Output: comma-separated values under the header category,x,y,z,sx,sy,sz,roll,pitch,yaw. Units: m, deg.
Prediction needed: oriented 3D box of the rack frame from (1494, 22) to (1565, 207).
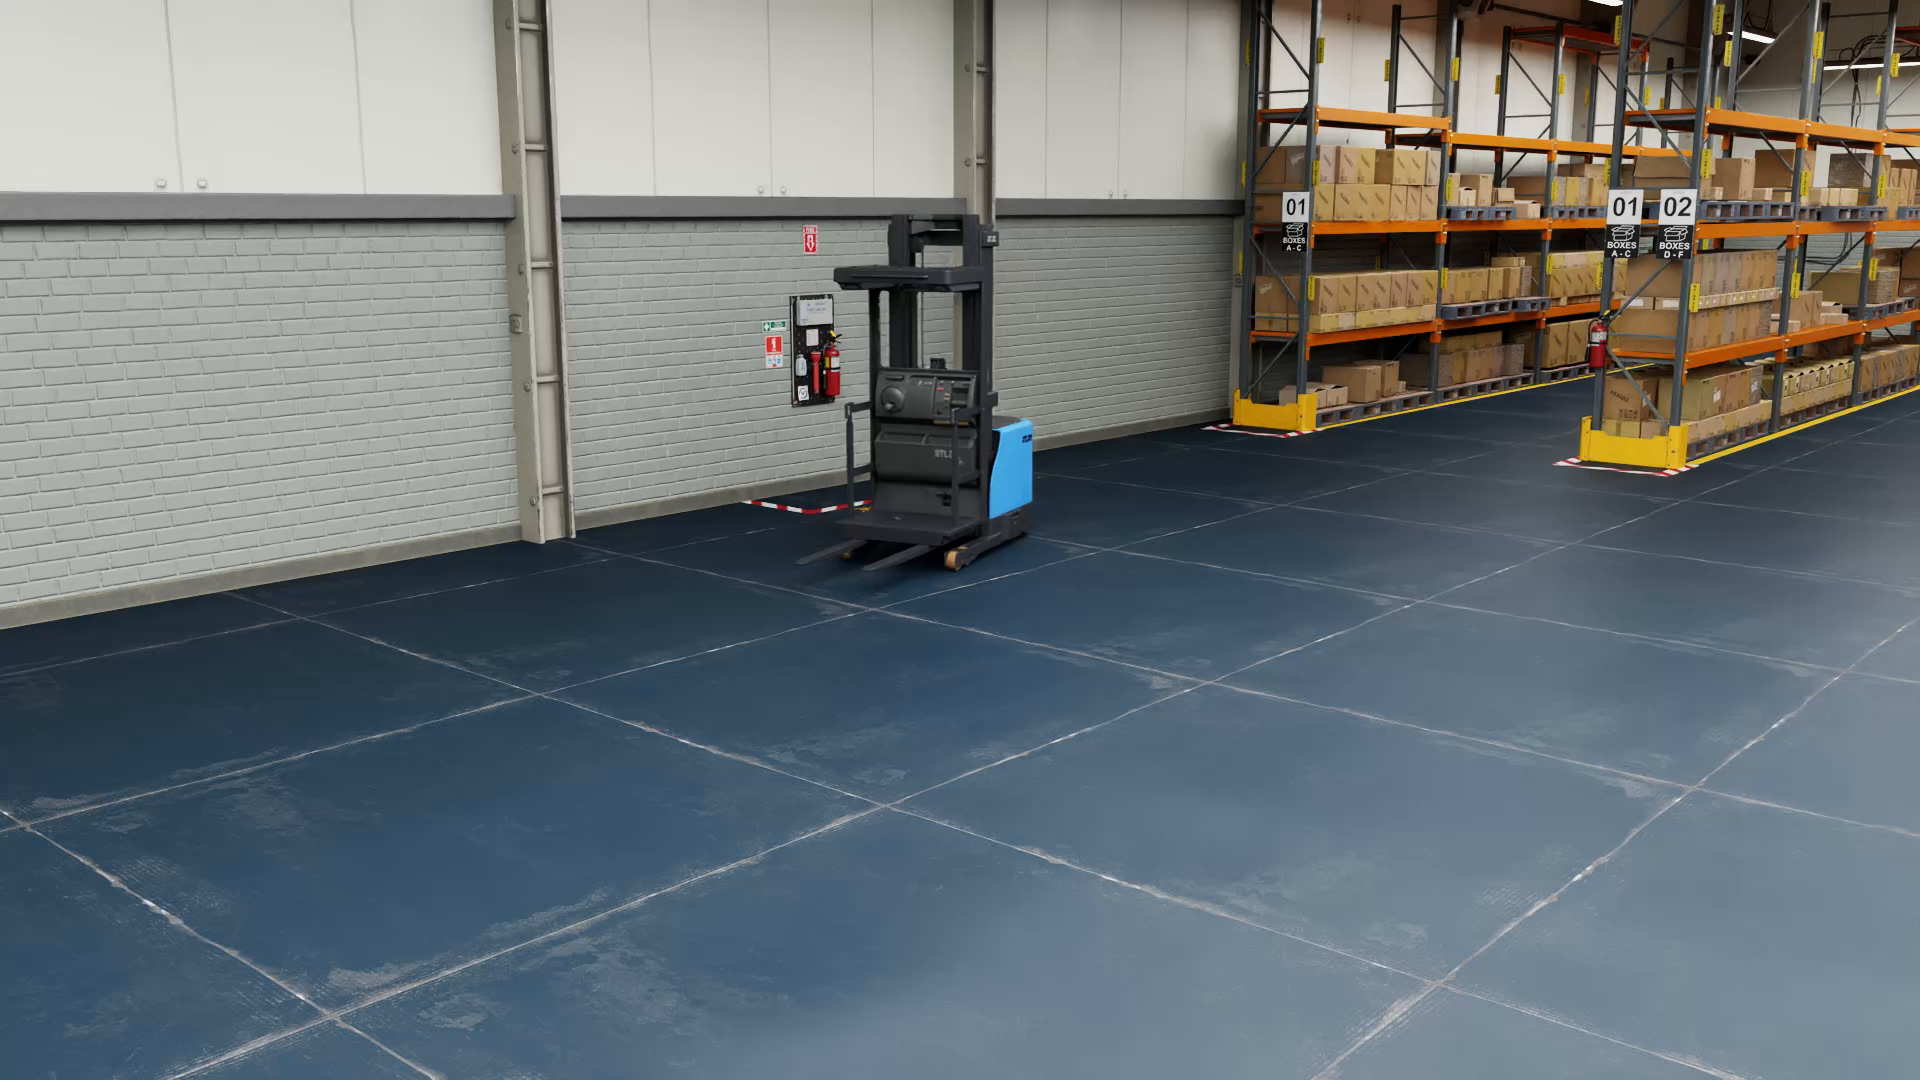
category,x,y,z,sx,sy,sz,roll,pitch,yaw
rack frame,9.596,-7.156,28.105,1.000,3.000,0.127,10,15,40

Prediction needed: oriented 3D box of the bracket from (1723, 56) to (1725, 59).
category,x,y,z,sx,sy,sz,roll,pitch,yaw
bracket,16.550,-10.623,36.270,0.235,0.232,0.430,10,15,40

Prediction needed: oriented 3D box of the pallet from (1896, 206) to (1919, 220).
category,x,y,z,sx,sy,sz,roll,pitch,yaw
pallet,14.794,-5.302,26.959,1.213,0.211,1.003,10,15,40

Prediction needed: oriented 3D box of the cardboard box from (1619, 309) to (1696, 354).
category,x,y,z,sx,sy,sz,roll,pitch,yaw
cardboard box,8.356,-2.514,19.921,0.700,0.500,0.500,10,15,40

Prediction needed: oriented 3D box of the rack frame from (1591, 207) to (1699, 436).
category,x,y,z,sx,sy,sz,roll,pitch,yaw
rack frame,8.039,-2.398,19.596,1.000,3.000,0.127,10,15,40

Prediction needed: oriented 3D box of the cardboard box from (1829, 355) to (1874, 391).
category,x,y,z,sx,sy,sz,roll,pitch,yaw
cardboard box,13.835,-2.595,25.841,0.500,0.500,0.500,11,15,43

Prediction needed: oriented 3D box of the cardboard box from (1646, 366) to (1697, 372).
category,x,y,z,sx,sy,sz,roll,pitch,yaw
cardboard box,9.149,-1.963,21.452,0.500,0.500,0.500,10,15,40

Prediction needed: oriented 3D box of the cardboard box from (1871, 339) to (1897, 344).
category,x,y,z,sx,sy,sz,roll,pitch,yaw
cardboard box,16.123,-3.274,29.240,0.500,0.500,0.500,10,15,40

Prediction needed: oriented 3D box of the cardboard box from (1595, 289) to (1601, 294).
category,x,y,z,sx,sy,sz,roll,pitch,yaw
cardboard box,11.454,-4.758,30.348,0.500,0.500,0.500,10,15,40

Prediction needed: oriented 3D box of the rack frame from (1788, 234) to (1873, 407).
category,x,y,z,sx,sy,sz,roll,pitch,yaw
rack frame,13.320,-3.575,25.489,1.000,3.000,0.127,10,15,40

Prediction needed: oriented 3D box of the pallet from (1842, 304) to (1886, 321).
category,x,y,z,sx,sy,sz,roll,pitch,yaw
pallet,13.714,-3.589,26.052,1.213,0.211,1.003,10,15,40

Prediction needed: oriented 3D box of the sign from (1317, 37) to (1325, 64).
category,x,y,z,sx,sy,sz,roll,pitch,yaw
sign,4.723,-6.406,21.761,0.100,0.325,0.005,10,15,40

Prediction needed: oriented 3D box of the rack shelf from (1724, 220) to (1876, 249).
category,x,y,z,sx,sy,sz,roll,pitch,yaw
rack shelf,11.999,-4.398,23.792,1.077,0.370,4.000,10,15,40

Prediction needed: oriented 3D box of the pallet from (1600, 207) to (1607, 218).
category,x,y,z,sx,sy,sz,roll,pitch,yaw
pallet,11.668,-6.039,30.657,0.805,0.209,1.217,9,14,38

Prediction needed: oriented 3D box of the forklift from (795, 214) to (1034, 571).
category,x,y,z,sx,sy,sz,roll,pitch,yaw
forklift,-0.383,-1.278,14.167,1.130,2.935,3.031,5,12,24

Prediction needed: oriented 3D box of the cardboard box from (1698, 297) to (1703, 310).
category,x,y,z,sx,sy,sz,roll,pitch,yaw
cardboard box,8.632,-2.834,19.868,0.380,0.149,0.250,9,15,39

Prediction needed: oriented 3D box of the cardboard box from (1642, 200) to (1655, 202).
category,x,y,z,sx,sy,sz,roll,pitch,yaw
cardboard box,12.891,-6.523,31.647,0.500,0.250,0.500,10,15,40

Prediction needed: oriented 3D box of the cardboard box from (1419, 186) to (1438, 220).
category,x,y,z,sx,sy,sz,roll,pitch,yaw
cardboard box,6.806,-5.049,24.907,0.500,0.500,0.500,10,15,42

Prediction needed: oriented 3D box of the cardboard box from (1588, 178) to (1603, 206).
category,x,y,z,sx,sy,sz,roll,pitch,yaw
cardboard box,11.254,-6.333,30.263,0.700,0.500,0.500,9,15,39

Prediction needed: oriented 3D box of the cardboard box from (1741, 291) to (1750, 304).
category,x,y,z,sx,sy,sz,roll,pitch,yaw
cardboard box,9.821,-3.099,21.195,0.380,0.149,0.250,10,15,42

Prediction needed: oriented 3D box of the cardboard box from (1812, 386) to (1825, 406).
category,x,y,z,sx,sy,sz,roll,pitch,yaw
cardboard box,12.146,-2.097,24.040,0.500,0.250,0.500,10,15,41

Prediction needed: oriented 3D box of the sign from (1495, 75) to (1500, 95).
category,x,y,z,sx,sy,sz,roll,pitch,yaw
sign,9.177,-7.763,28.354,0.100,0.325,0.005,10,15,40

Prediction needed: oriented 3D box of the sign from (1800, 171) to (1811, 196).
category,x,y,z,sx,sy,sz,roll,pitch,yaw
sign,11.097,-4.678,21.832,0.100,0.325,0.005,10,15,40

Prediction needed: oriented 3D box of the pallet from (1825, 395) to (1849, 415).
category,x,y,z,sx,sy,sz,roll,pitch,yaw
pallet,12.747,-2.091,25.180,1.003,0.211,1.213,10,15,40

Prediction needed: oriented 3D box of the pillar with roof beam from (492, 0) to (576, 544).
category,x,y,z,sx,sy,sz,roll,pitch,yaw
pillar with roof beam,-0.560,-3.872,11.661,9.100,9.000,0.400,10,15,40

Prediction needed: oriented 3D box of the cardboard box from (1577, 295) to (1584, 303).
category,x,y,z,sx,sy,sz,roll,pitch,yaw
cardboard box,10.992,-4.347,29.945,0.380,0.149,0.250,10,15,41

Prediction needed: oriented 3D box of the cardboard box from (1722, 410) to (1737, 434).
category,x,y,z,sx,sy,sz,roll,pitch,yaw
cardboard box,9.551,-1.526,21.179,0.500,0.250,0.500,10,15,40

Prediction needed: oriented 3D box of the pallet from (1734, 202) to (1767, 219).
category,x,y,z,sx,sy,sz,roll,pitch,yaw
pallet,9.330,-4.106,20.717,1.003,0.211,1.213,10,15,40

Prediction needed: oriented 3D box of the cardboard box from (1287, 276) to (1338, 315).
category,x,y,z,sx,sy,sz,roll,pitch,yaw
cardboard box,4.856,-3.373,22.896,0.500,0.500,0.500,10,15,40

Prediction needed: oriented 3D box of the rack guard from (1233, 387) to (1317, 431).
category,x,y,z,sx,sy,sz,roll,pitch,yaw
rack guard,4.365,-1.823,23.100,1.175,0.500,0.348,10,15,40

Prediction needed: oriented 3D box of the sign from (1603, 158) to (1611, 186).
category,x,y,z,sx,sy,sz,roll,pitch,yaw
sign,7.640,-4.336,19.584,0.100,0.325,0.005,10,15,40

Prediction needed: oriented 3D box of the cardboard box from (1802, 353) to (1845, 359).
category,x,y,z,sx,sy,sz,roll,pitch,yaw
cardboard box,13.761,-2.732,26.531,0.500,0.500,0.500,11,15,43

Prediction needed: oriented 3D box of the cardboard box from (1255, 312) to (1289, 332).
category,x,y,z,sx,sy,sz,roll,pitch,yaw
cardboard box,4.478,-3.068,23.282,0.500,0.250,0.500,10,15,41

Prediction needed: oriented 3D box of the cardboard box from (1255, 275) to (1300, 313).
category,x,y,z,sx,sy,sz,roll,pitch,yaw
cardboard box,4.467,-3.438,23.224,0.500,0.500,0.500,10,15,40

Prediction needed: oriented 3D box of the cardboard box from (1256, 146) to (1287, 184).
category,x,y,z,sx,sy,sz,roll,pitch,yaw
cardboard box,4.403,-5.155,22.883,0.500,0.500,0.500,11,15,43

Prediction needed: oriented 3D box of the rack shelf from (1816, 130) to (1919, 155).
category,x,y,z,sx,sy,sz,roll,pitch,yaw
rack shelf,14.640,-6.262,26.484,1.077,0.370,4.000,10,15,40

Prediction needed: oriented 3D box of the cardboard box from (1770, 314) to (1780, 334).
category,x,y,z,sx,sy,sz,roll,pitch,yaw
cardboard box,10.971,-2.991,22.948,0.500,0.250,0.500,11,16,44

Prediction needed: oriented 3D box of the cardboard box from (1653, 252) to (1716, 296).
category,x,y,z,sx,sy,sz,roll,pitch,yaw
cardboard box,8.734,-3.236,20.224,0.700,0.500,0.500,9,15,39

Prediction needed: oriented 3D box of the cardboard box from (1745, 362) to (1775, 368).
category,x,y,z,sx,sy,sz,roll,pitch,yaw
cardboard box,11.736,-2.439,24.320,0.500,0.311,0.500,10,15,40

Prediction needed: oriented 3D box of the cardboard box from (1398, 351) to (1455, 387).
category,x,y,z,sx,sy,sz,roll,pitch,yaw
cardboard box,7.429,-2.726,26.501,0.700,0.500,0.500,10,15,42

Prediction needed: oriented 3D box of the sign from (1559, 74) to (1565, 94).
category,x,y,z,sx,sy,sz,roll,pitch,yaw
sign,10.010,-7.585,27.662,0.100,0.325,0.005,10,15,40

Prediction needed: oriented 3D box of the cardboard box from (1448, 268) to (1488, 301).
category,x,y,z,sx,sy,sz,roll,pitch,yaw
cardboard box,8.103,-4.143,26.958,0.500,0.500,0.700,-10,15,-40

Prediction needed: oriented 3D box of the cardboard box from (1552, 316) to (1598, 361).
category,x,y,z,sx,sy,sz,roll,pitch,yaw
cardboard box,11.321,-3.711,30.589,0.750,0.750,0.750,10,15,42

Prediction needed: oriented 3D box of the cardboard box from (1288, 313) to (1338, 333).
category,x,y,z,sx,sy,sz,roll,pitch,yaw
cardboard box,4.876,-3.004,22.966,0.500,0.250,0.500,9,15,39

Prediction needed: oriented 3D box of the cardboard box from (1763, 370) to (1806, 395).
category,x,y,z,sx,sy,sz,roll,pitch,yaw
cardboard box,11.473,-2.220,23.224,0.500,0.311,0.500,10,15,40

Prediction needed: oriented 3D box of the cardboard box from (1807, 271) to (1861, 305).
category,x,y,z,sx,sy,sz,roll,pitch,yaw
cardboard box,13.651,-3.937,25.974,0.700,0.500,0.500,4,12,21

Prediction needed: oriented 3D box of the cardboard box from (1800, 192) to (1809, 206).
category,x,y,z,sx,sy,sz,roll,pitch,yaw
cardboard box,11.454,-4.760,23.076,0.500,0.250,0.500,8,14,35

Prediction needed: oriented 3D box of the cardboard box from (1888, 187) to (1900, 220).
category,x,y,z,sx,sy,sz,roll,pitch,yaw
cardboard box,14.262,-5.315,26.287,0.910,0.500,0.500,10,15,40

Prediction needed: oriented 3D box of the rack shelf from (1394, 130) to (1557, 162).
category,x,y,z,sx,sy,sz,roll,pitch,yaw
rack shelf,8.276,-6.313,26.741,1.077,0.370,4.000,10,15,40

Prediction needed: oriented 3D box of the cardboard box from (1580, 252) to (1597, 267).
category,x,y,z,sx,sy,sz,roll,pitch,yaw
cardboard box,11.103,-5.050,29.893,0.500,0.250,0.500,9,15,39

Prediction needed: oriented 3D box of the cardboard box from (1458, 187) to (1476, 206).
category,x,y,z,sx,sy,sz,roll,pitch,yaw
cardboard box,7.783,-5.420,26.224,0.500,0.311,0.500,10,15,42

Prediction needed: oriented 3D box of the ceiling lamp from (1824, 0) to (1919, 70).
category,x,y,z,sx,sy,sz,roll,pitch,yaw
ceiling lamp,18.546,-11.264,33.768,2.000,3.185,0.800,10,15,40

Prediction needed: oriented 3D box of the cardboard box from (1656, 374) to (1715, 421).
category,x,y,z,sx,sy,sz,roll,pitch,yaw
cardboard box,8.888,-1.747,20.371,0.500,0.500,0.500,10,15,40

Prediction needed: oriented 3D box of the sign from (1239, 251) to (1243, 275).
category,x,y,z,sx,sy,sz,roll,pitch,yaw
sign,3.911,-3.835,23.029,0.100,0.325,0.005,10,15,40

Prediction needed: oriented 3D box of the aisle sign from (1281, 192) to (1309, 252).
category,x,y,z,sx,sy,sz,roll,pitch,yaw
aisle sign,4.493,-4.263,22.298,0.394,0.787,0.004,10,15,40
